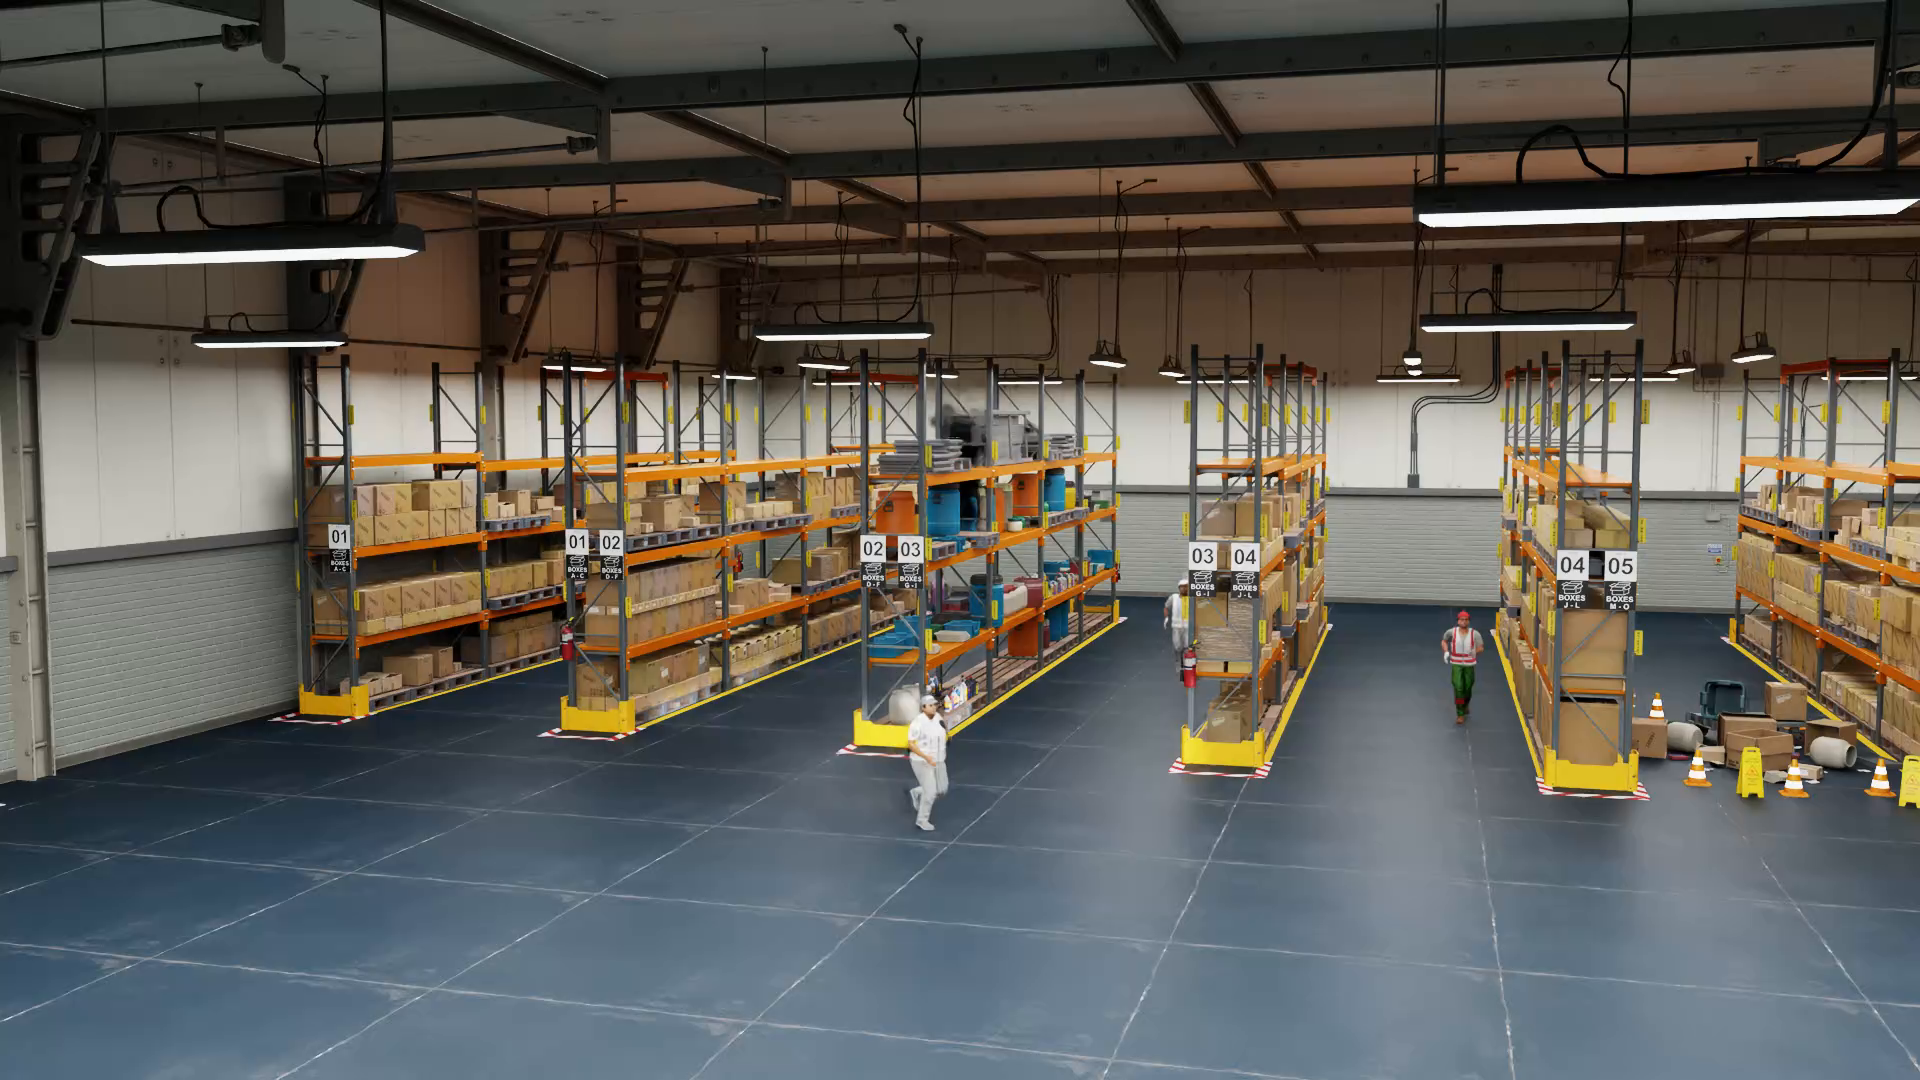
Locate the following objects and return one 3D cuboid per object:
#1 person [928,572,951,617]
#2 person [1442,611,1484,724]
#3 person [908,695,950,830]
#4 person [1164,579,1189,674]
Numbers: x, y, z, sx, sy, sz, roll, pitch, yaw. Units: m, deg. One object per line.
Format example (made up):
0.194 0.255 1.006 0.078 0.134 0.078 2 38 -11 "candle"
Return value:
-0.457 1.445 37.224 0.534 1.566 0.697 1 4 7 "person"
8.237 2.057 27.249 0.651 1.796 0.862 1 4 14 "person"
-0.408 2.685 20.238 0.621 1.638 0.619 -4 6 -44 "person"
4.020 1.590 30.022 0.682 1.753 0.573 0 4 6 "person"
